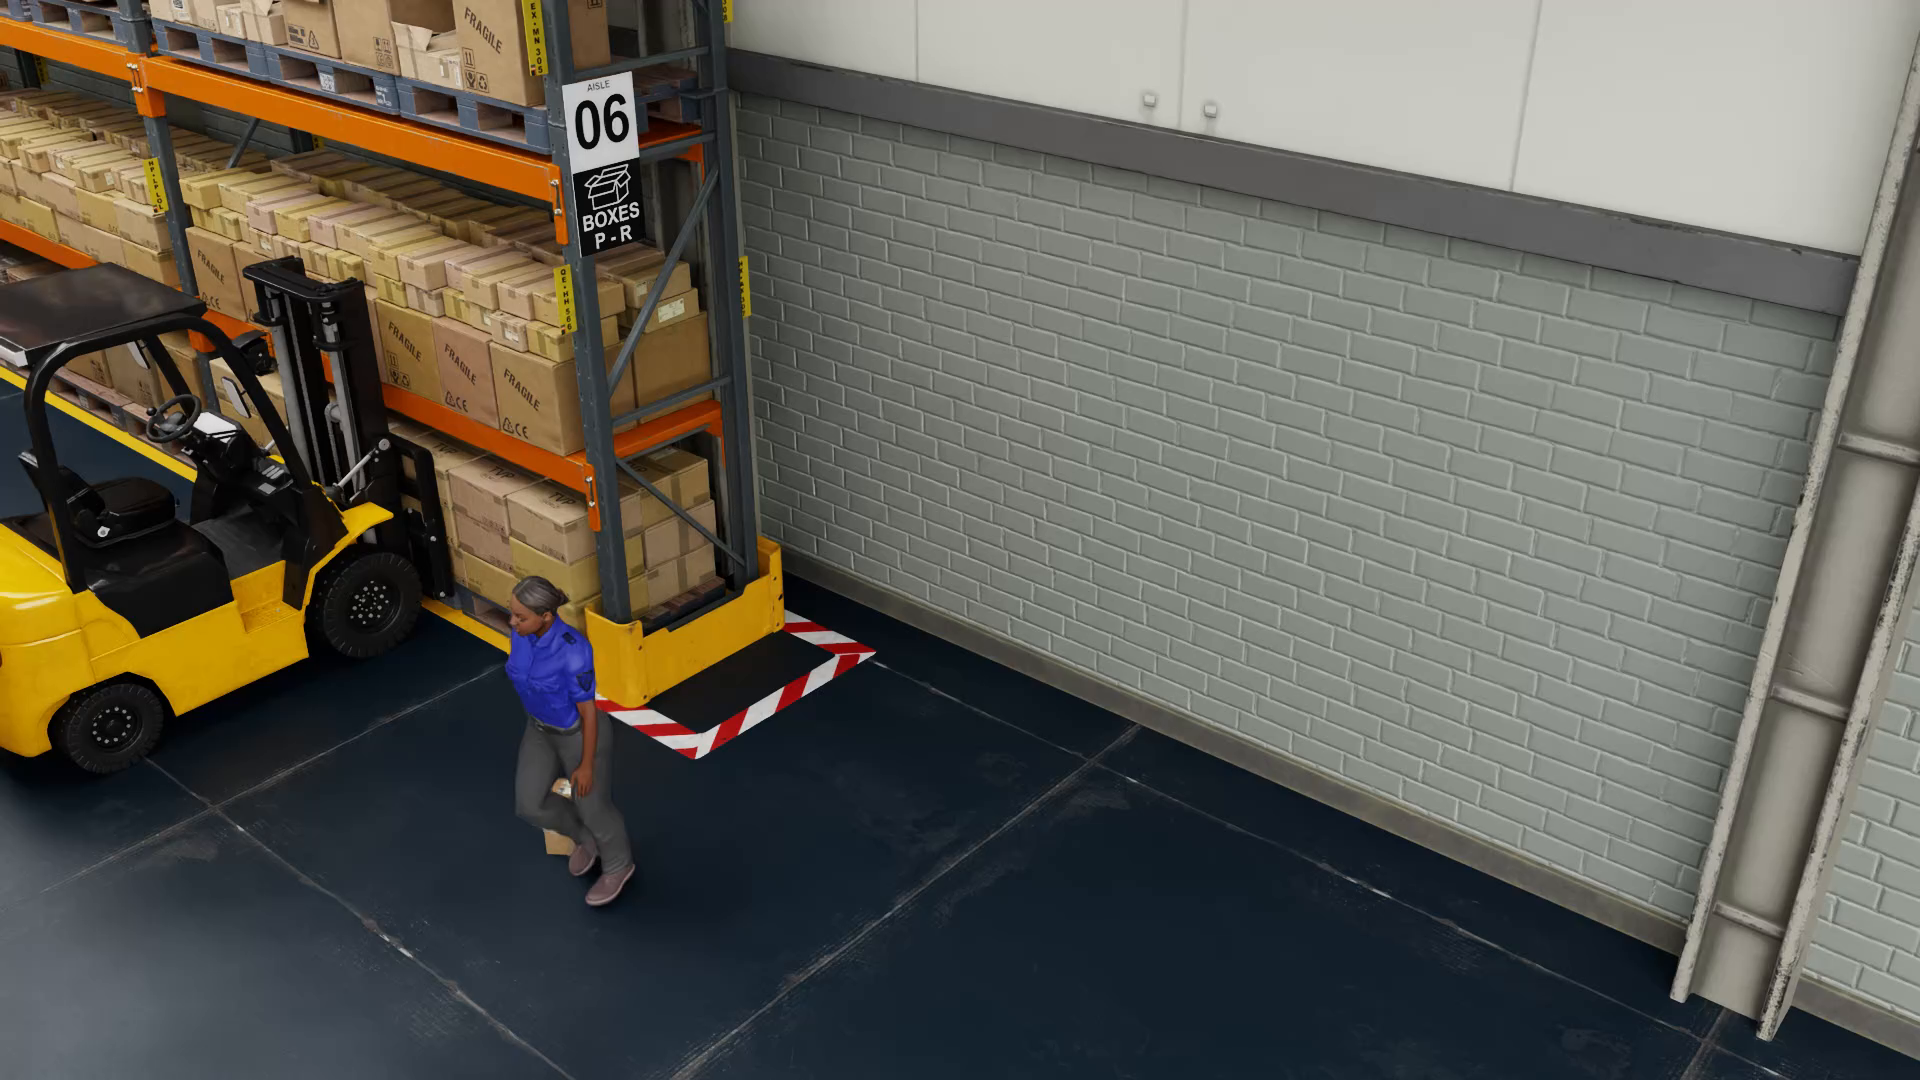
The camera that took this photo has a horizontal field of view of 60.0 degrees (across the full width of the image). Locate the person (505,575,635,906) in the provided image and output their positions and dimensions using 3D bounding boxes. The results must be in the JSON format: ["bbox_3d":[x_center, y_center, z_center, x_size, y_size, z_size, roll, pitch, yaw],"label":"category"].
[{"bbox_3d":[-1.642,0.826,7.003,0.482,1.655,0.448,17,32,29],"label":"person"}]
